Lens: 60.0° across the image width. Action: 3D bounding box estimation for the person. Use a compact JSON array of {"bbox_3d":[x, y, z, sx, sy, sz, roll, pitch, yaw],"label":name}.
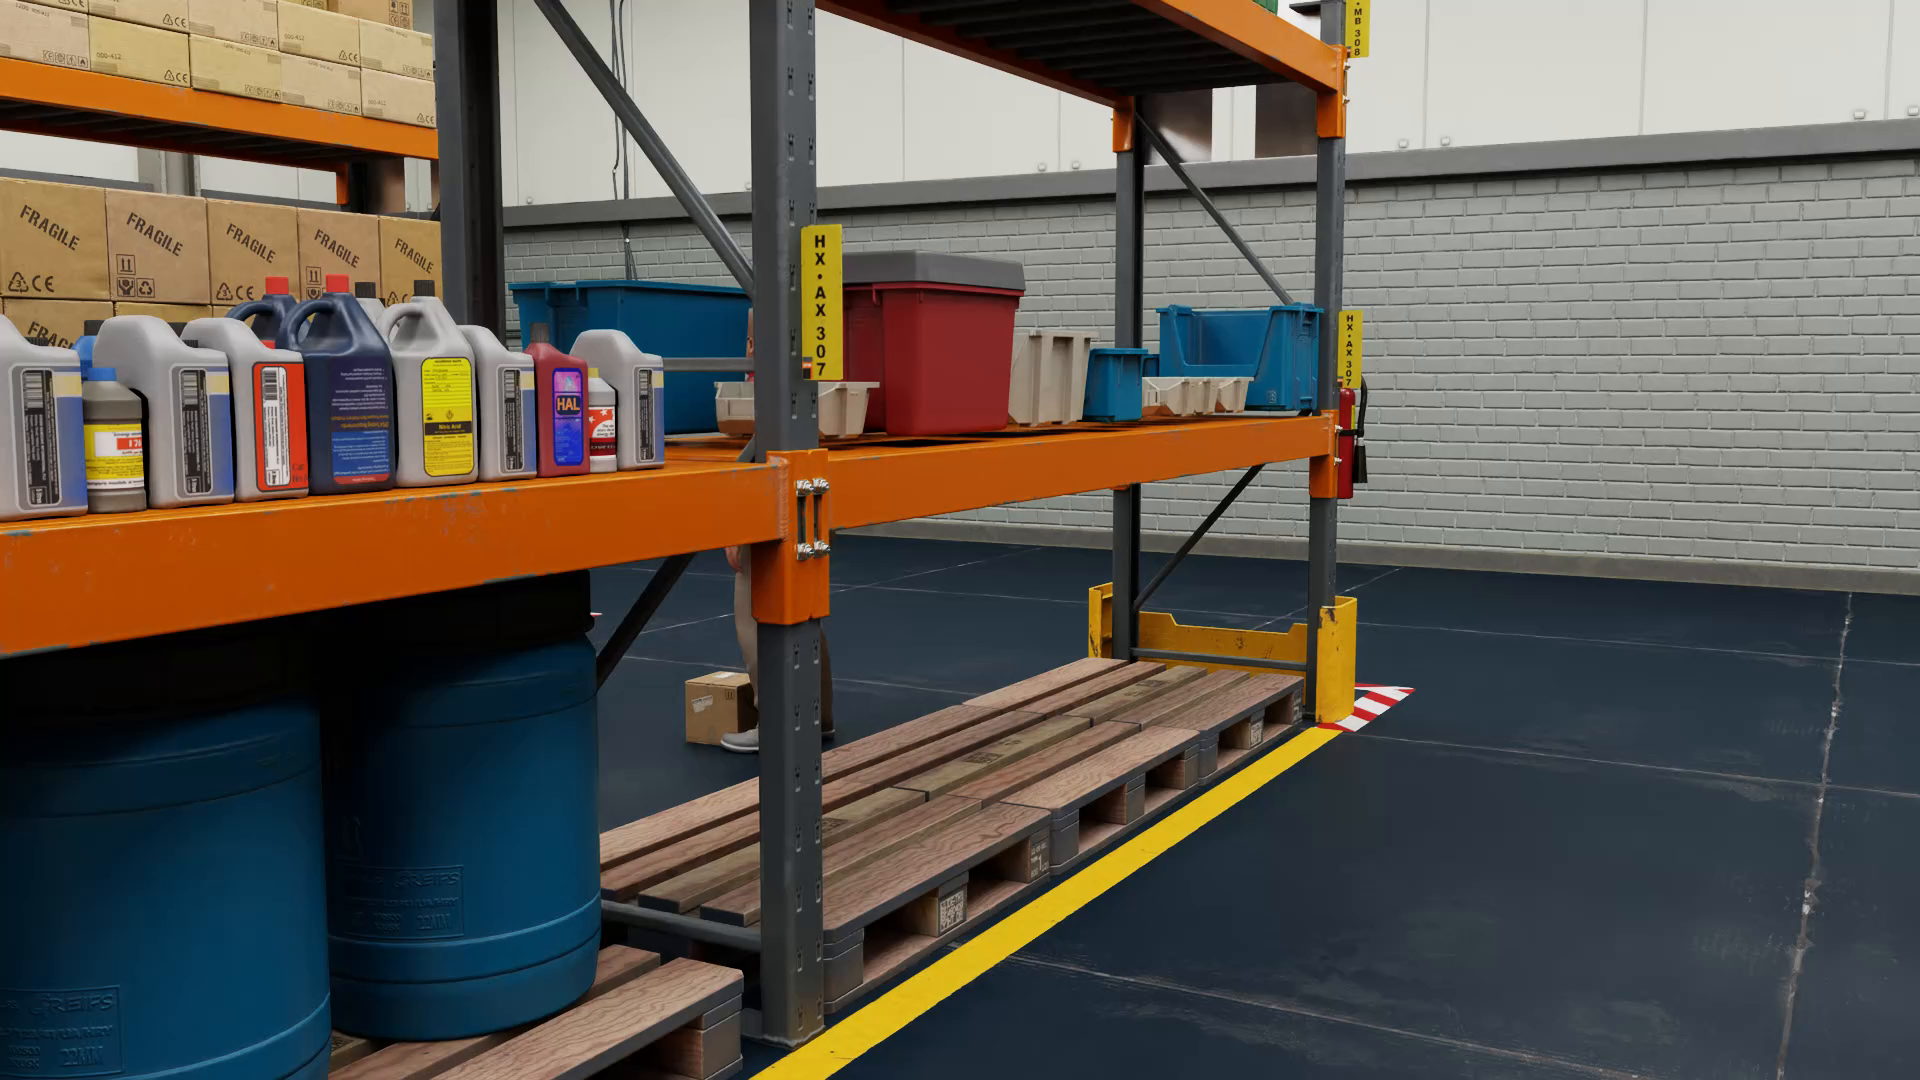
[{"bbox_3d":[-0.713,-0.038,6.568,0.386,1.726,0.593,3,7,27],"label":"person"}]
